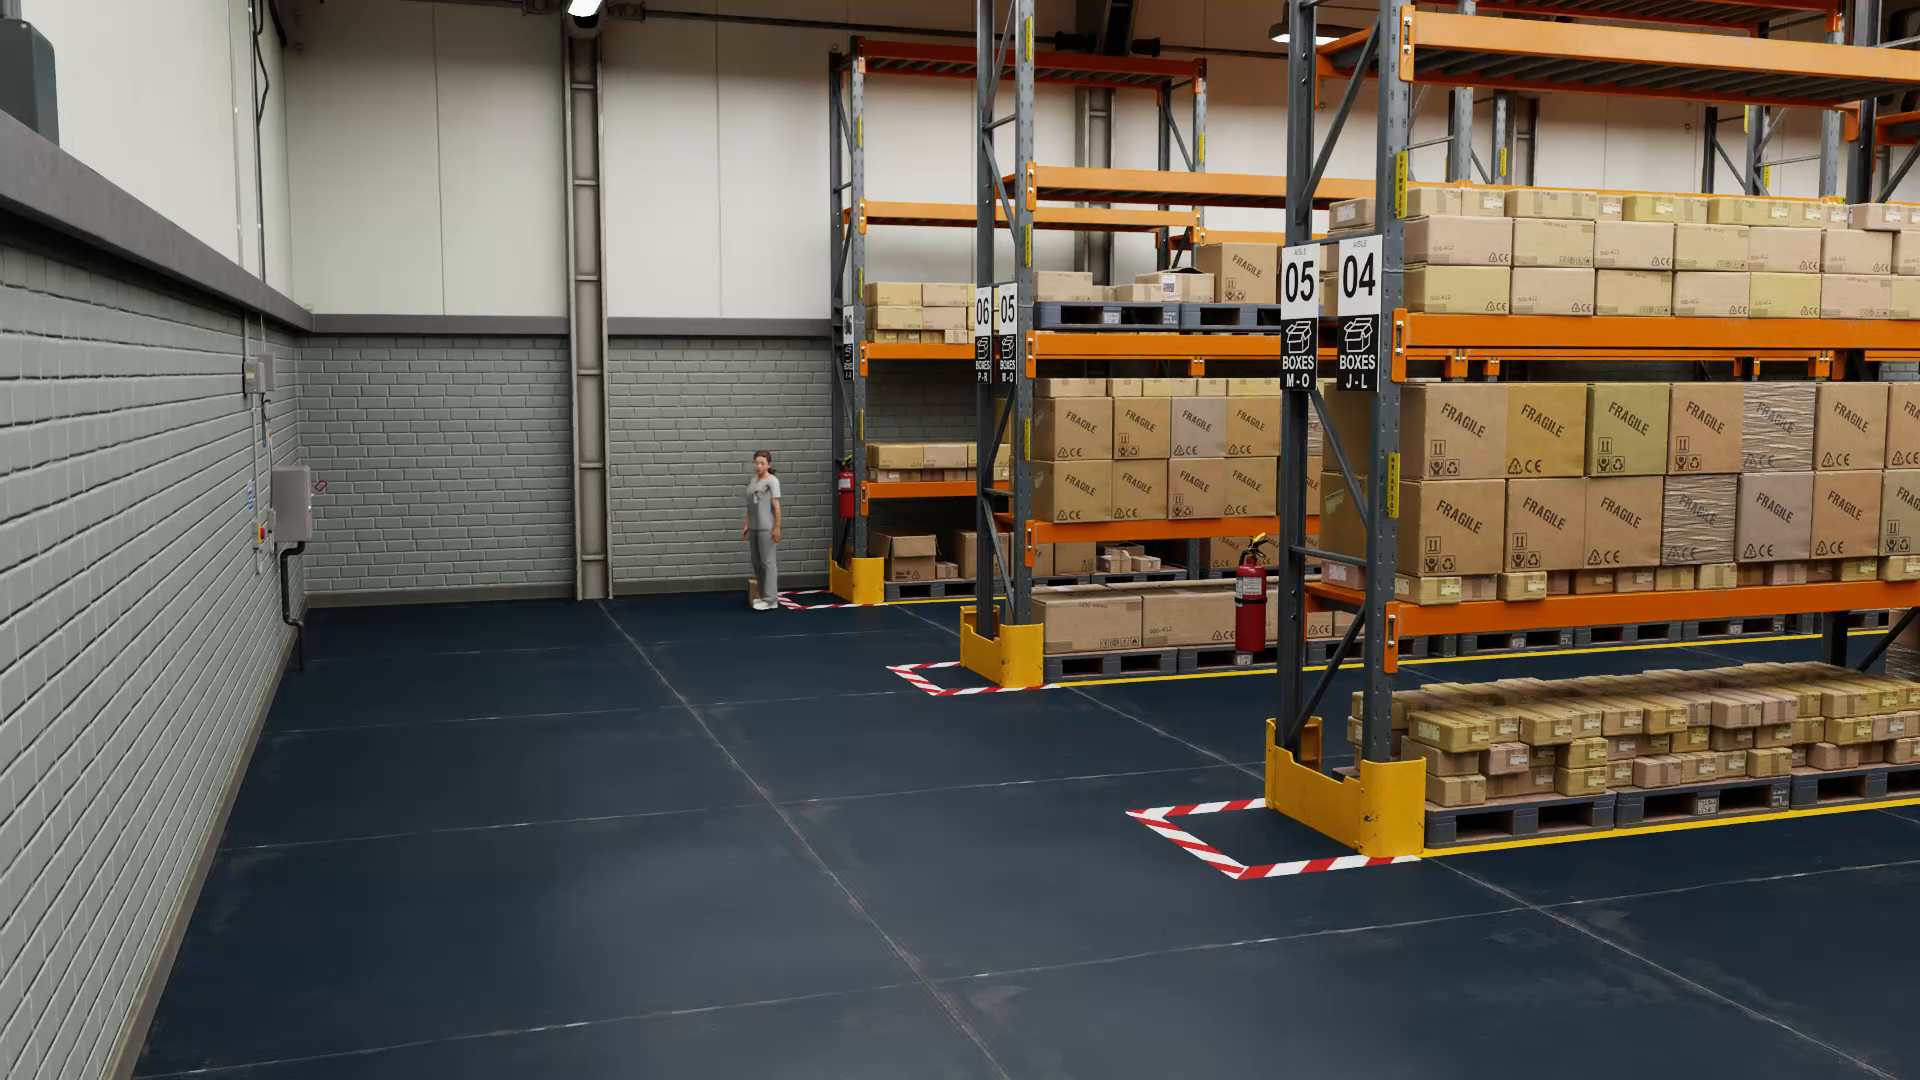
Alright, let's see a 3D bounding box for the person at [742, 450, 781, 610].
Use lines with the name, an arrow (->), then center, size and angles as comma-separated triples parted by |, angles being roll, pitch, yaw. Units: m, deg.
person -> -2.078, -0.115, 17.450 | 0.392, 1.673, 0.582 | -5, 8, -41
